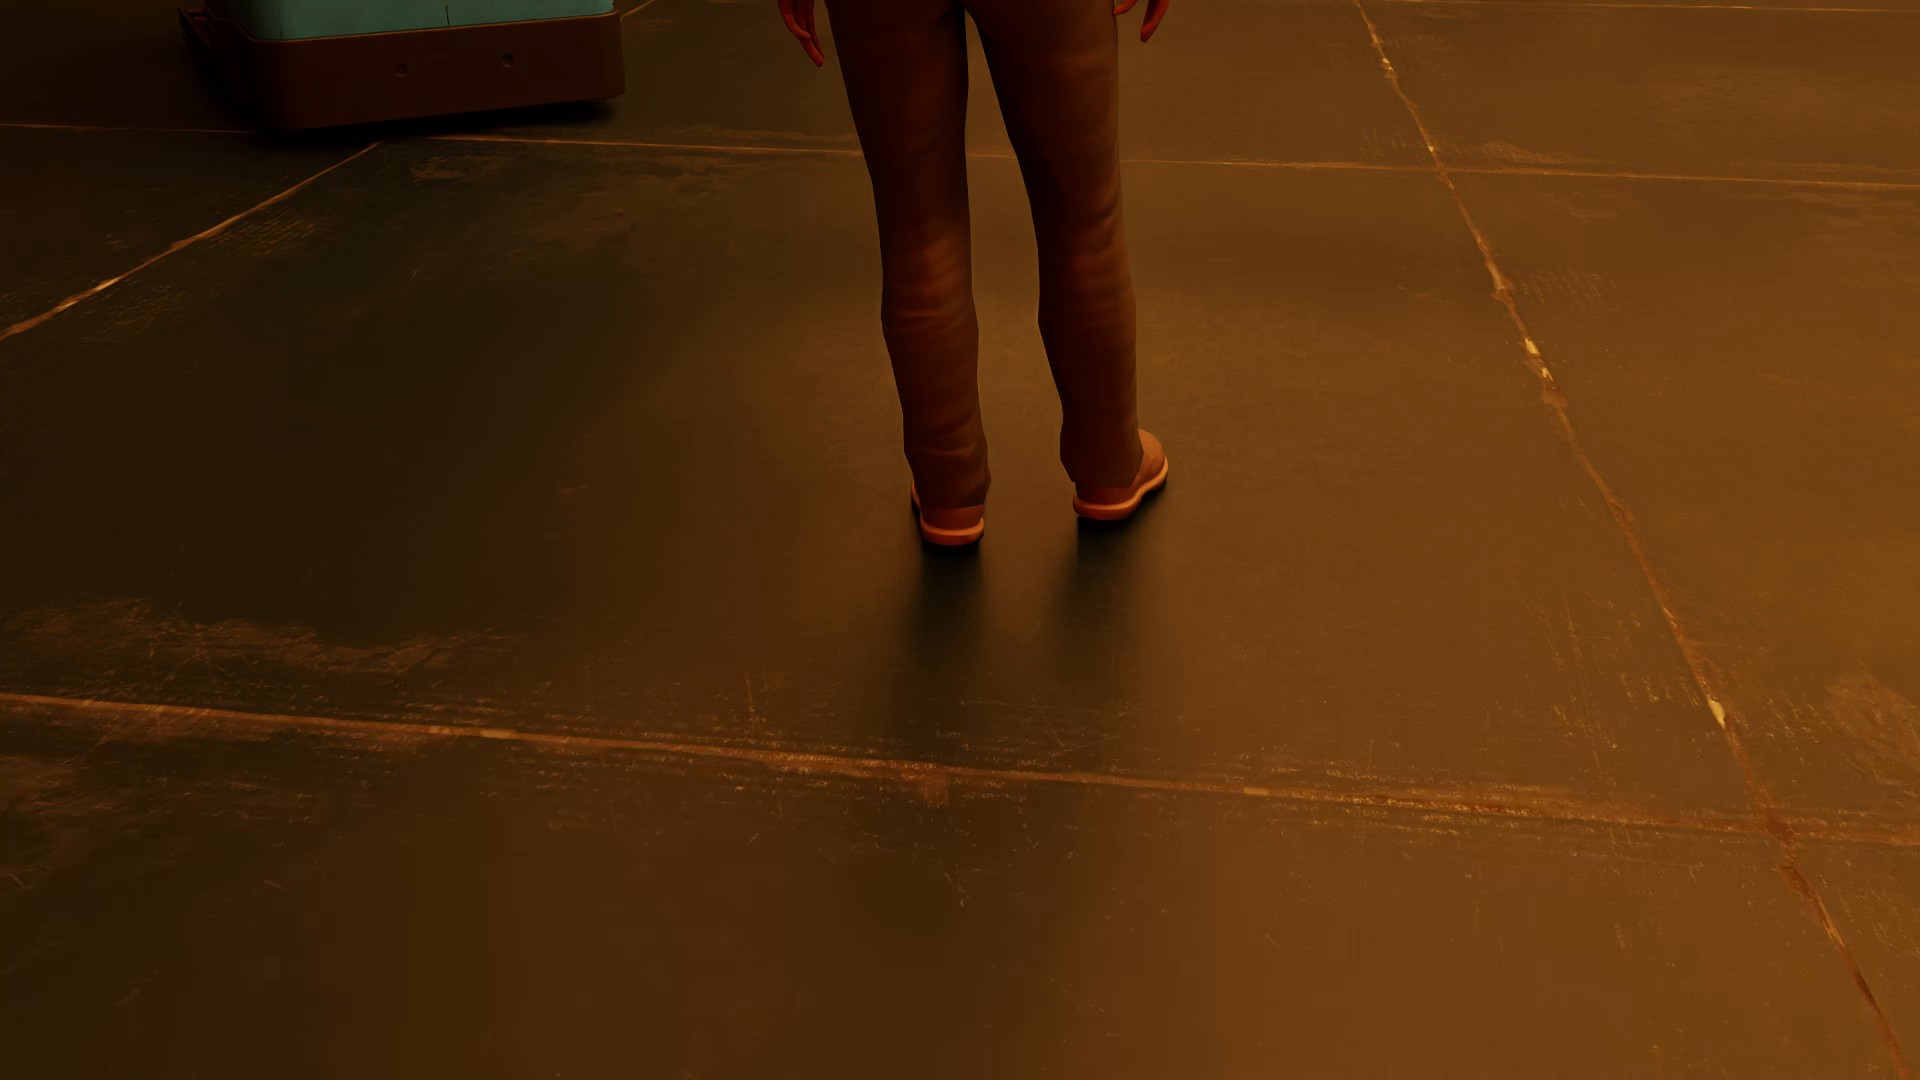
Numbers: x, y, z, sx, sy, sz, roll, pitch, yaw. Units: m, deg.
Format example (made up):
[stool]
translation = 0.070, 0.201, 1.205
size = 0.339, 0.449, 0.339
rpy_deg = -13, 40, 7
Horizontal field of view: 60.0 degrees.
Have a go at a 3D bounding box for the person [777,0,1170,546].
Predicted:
[person]
translation = 0.031, -0.784, 2.203
size = 0.569, 1.654, 0.504
rpy_deg = 3, 27, 7

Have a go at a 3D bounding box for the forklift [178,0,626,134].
[forklift]
translation = -2.167, -3.076, 5.383
size = 1.130, 2.935, 3.031
rpy_deg = -14, 30, -25
